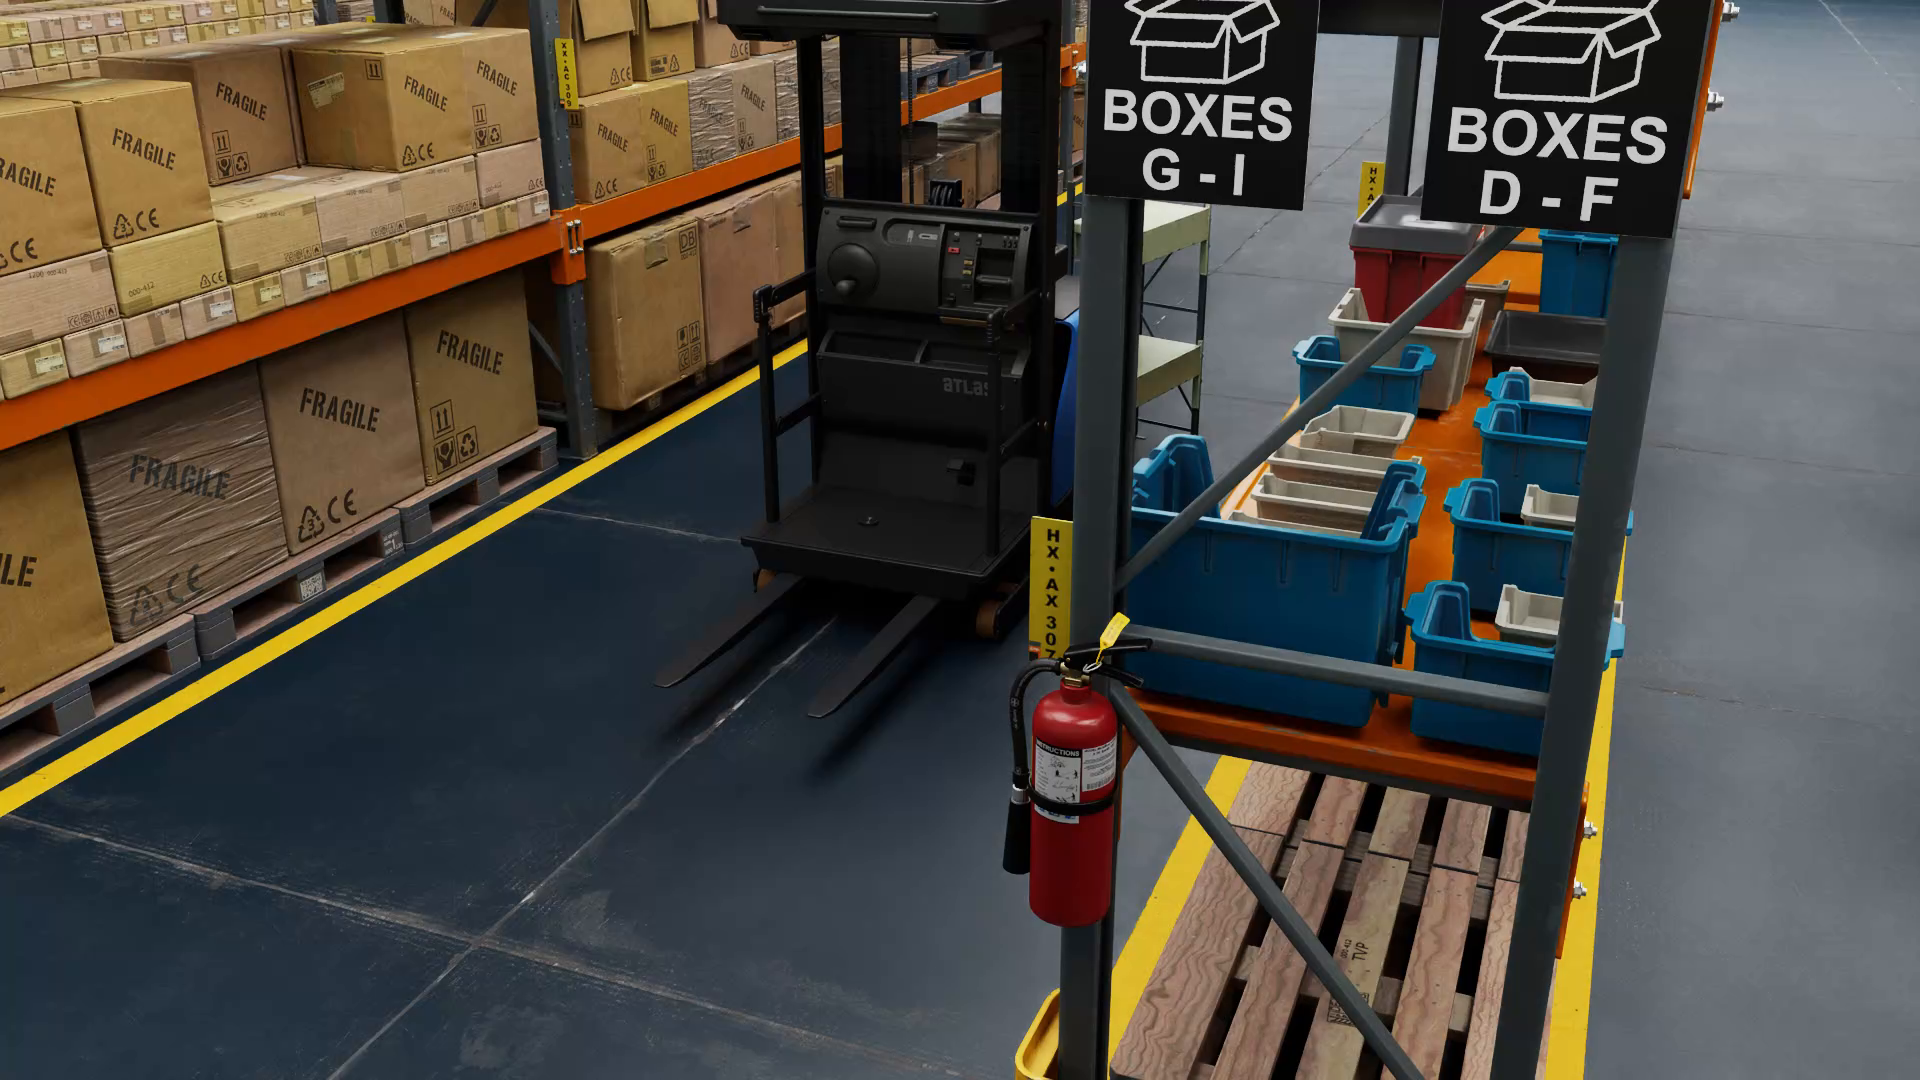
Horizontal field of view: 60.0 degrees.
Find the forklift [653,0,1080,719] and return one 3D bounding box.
[{"bbox_3d":[-0.231,-1.127,6.644,1.130,2.935,3.031,9,24,20],"label":"forklift"}]

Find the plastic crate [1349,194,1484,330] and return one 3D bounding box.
[{"bbox_3d":[1.628,-0.947,5.965,0.402,0.464,0.583,9,24,20],"label":"plastic crate"}]

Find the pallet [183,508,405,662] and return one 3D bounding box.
[{"bbox_3d":[-3.213,0.103,7.230,1.003,0.211,1.213,9,24,20],"label":"pallet"}]

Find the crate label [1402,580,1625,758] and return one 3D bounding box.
[{"bbox_3d":[1.104,0.266,3.360,0.416,0.233,0.303,9,24,20],"label":"crate label"}]

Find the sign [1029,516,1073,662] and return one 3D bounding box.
[{"bbox_3d":[0.190,0.110,3.384,0.100,0.325,0.005,9,24,20],"label":"sign"}]

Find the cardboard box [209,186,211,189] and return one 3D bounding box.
[{"bbox_3d":[-3.391,-1.281,6.734,0.500,0.250,0.500,9,24,20],"label":"cardboard box"}]

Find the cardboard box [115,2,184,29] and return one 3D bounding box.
[{"bbox_3d":[-5.727,-3.709,11.748,0.380,0.149,0.250,10,25,23],"label":"cardboard box"}]

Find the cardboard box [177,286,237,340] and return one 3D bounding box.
[{"bbox_3d":[-2.978,-0.876,6.280,0.380,0.149,0.250,8,24,19],"label":"cardboard box"}]

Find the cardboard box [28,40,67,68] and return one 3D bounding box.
[{"bbox_3d":[-6.114,-3.198,10.909,0.380,0.149,0.250,8,24,18],"label":"cardboard box"}]

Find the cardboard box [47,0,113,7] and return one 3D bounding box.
[{"bbox_3d":[-6.326,-3.805,11.976,0.380,0.149,0.250,10,25,22],"label":"cardboard box"}]

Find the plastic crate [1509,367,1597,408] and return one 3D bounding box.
[{"bbox_3d":[1.825,-0.413,5.112,0.293,0.136,0.466,9,24,20],"label":"plastic crate"}]

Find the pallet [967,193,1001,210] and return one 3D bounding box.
[{"bbox_3d":[-0.174,-2.742,14.040,1.003,0.211,1.213,9,24,20],"label":"pallet"}]

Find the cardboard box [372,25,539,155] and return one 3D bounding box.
[{"bbox_3d":[-2.329,-2.094,7.707,0.500,0.500,0.500,10,24,22],"label":"cardboard box"}]

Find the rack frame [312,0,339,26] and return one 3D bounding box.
[{"bbox_3d":[-5.488,-4.060,13.579,1.000,3.000,0.127,9,24,20],"label":"rack frame"}]

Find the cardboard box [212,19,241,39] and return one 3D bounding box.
[{"bbox_3d":[-5.535,-3.754,12.240,0.380,0.149,0.250,9,24,20],"label":"cardboard box"}]

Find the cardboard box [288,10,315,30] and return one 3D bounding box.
[{"bbox_3d":[-5.249,-4.034,12.910,0.380,0.149,0.250,9,24,21],"label":"cardboard box"}]

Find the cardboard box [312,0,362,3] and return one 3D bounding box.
[{"bbox_3d":[-5.312,-4.727,13.748,0.700,0.500,0.500,9,24,20],"label":"cardboard box"}]

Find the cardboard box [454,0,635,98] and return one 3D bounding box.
[{"bbox_3d":[-2.177,-2.621,8.703,0.797,0.503,0.637,8,24,19],"label":"cardboard box"}]

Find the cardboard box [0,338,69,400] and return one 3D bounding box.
[{"bbox_3d":[-3.265,-0.599,5.618,0.380,0.149,0.250,8,24,19],"label":"cardboard box"}]

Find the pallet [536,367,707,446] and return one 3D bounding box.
[{"bbox_3d":[-2.189,-0.883,9.590,1.003,0.211,1.213,9,24,20],"label":"pallet"}]

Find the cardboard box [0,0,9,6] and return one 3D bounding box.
[{"bbox_3d":[-9.426,-5.184,16.049,0.380,0.149,0.250,9,24,20],"label":"cardboard box"}]

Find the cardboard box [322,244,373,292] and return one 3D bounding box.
[{"bbox_3d":[-2.692,-1.151,6.939,0.380,0.149,0.250,8,24,19],"label":"cardboard box"}]

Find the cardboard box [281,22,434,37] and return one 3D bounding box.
[{"bbox_3d":[-2.821,-2.162,7.870,0.500,0.500,0.500,9,24,20],"label":"cardboard box"}]

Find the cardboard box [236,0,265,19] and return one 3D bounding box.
[{"bbox_3d":[-5.437,-3.988,12.416,0.380,0.149,0.250,10,25,22],"label":"cardboard box"}]

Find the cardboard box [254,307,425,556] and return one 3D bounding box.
[{"bbox_3d":[-3.060,-0.549,7.385,0.875,0.875,0.875,9,24,20],"label":"cardboard box"}]

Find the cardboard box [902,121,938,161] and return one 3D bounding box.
[{"bbox_3d":[-0.512,-3.145,13.087,0.500,0.250,0.500,12,25,26],"label":"cardboard box"}]

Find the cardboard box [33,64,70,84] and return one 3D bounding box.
[{"bbox_3d":[-6.112,-3.061,10.967,0.380,0.149,0.250,9,24,21],"label":"cardboard box"}]

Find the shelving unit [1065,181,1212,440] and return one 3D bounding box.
[{"bbox_3d":[0.892,-1.100,8.439,0.431,1.500,0.755,15,27,32],"label":"shelving unit"}]

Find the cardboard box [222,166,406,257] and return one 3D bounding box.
[{"bbox_3d":[-2.706,-1.387,6.987,0.500,0.250,0.500,9,24,21],"label":"cardboard box"}]

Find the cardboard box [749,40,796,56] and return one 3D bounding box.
[{"bbox_3d":[-1.452,-3.331,10.402,0.797,0.503,0.637,9,24,21],"label":"cardboard box"}]

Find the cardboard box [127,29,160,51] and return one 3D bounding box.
[{"bbox_3d":[-5.821,-3.479,11.583,0.380,0.149,0.250,8,24,19],"label":"cardboard box"}]

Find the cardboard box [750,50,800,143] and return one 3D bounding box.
[{"bbox_3d":[-1.254,-2.784,10.394,0.500,0.500,0.500,8,24,18],"label":"cardboard box"}]

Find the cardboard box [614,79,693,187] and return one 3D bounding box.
[{"bbox_3d":[-1.817,-2.238,9.086,0.500,0.500,0.500,9,24,20],"label":"cardboard box"}]

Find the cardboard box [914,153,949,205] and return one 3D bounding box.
[{"bbox_3d":[-0.496,-2.807,13.250,0.700,0.500,0.500,7,24,16],"label":"cardboard box"}]

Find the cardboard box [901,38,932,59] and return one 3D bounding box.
[{"bbox_3d":[-0.642,-3.967,12.681,0.700,0.500,0.500,13,26,28],"label":"cardboard box"}]

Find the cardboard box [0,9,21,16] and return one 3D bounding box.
[{"bbox_3d":[-6.617,-3.523,11.301,0.380,0.149,0.250,8,24,18],"label":"cardboard box"}]

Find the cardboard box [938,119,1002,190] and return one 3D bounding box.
[{"bbox_3d":[0.123,-3.410,14.695,0.700,0.500,0.500,9,24,20],"label":"cardboard box"}]

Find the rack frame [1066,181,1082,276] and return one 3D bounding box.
[{"bbox_3d":[0.684,-0.984,8.161,0.400,1.500,0.023,15,27,32],"label":"rack frame"}]

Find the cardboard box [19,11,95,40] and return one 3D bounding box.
[{"bbox_3d":[-6.015,-3.429,11.077,0.380,0.149,0.250,9,24,20],"label":"cardboard box"}]

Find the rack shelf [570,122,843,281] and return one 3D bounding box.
[{"bbox_3d":[-1.663,-2.266,10.218,1.077,0.370,4.000,9,24,20],"label":"rack shelf"}]

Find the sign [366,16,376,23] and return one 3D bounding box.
[{"bbox_3d":[-2.914,-2.455,8.335,0.100,0.325,0.005,9,24,20],"label":"sign"}]

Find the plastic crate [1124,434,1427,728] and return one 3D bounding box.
[{"bbox_3d":[0.658,0.067,3.573,0.616,0.435,0.499,9,24,20],"label":"plastic crate"}]

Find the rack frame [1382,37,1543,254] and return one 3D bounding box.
[{"bbox_3d":[2.192,-1.174,6.668,1.000,3.000,0.127,9,24,20],"label":"rack frame"}]

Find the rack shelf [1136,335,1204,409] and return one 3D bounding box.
[{"bbox_3d":[0.892,-0.800,8.564,0.431,0.370,0.720,15,27,32],"label":"rack shelf"}]

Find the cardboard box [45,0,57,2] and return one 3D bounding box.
[{"bbox_3d":[-9.183,-5.472,16.739,0.380,0.149,0.250,10,25,22],"label":"cardboard box"}]

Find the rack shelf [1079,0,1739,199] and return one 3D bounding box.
[{"bbox_3d":[1.450,-1.510,4.515,1.077,0.370,4.000,9,24,20],"label":"rack shelf"}]

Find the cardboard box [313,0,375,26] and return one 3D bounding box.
[{"bbox_3d":[-5.070,-4.229,13.852,0.500,0.500,0.500,9,24,21],"label":"cardboard box"}]

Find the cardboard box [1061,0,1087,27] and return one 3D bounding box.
[{"bbox_3d":[0.790,-5.081,15.507,0.875,0.500,0.500,9,24,20],"label":"cardboard box"}]

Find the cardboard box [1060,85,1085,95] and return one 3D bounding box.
[{"bbox_3d":[1.115,-4.363,17.001,0.500,0.500,0.500,7,24,15],"label":"cardboard box"}]

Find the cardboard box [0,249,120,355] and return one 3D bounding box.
[{"bbox_3d":[-3.276,-0.839,5.676,0.500,0.250,0.500,8,24,19],"label":"cardboard box"}]

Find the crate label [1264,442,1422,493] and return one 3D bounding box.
[{"bbox_3d":[1.043,-0.171,4.531,0.396,0.136,0.243,9,24,20],"label":"crate label"}]

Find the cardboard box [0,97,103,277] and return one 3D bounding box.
[{"bbox_3d":[-3.277,-1.177,5.513,0.500,0.500,0.500,8,24,19],"label":"cardboard box"}]

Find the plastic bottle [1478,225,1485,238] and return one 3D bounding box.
[{"bbox_3d":[2.297,-1.389,7.441,0.097,0.201,0.097,0,23,0],"label":"plastic bottle"}]

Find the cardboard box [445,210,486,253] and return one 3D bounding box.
[{"bbox_3d":[-2.406,-1.427,7.600,0.380,0.149,0.250,8,24,19],"label":"cardboard box"}]

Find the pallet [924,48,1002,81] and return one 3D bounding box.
[{"bbox_3d":[-0.223,-3.940,13.539,1.003,0.211,1.213,9,24,20],"label":"pallet"}]

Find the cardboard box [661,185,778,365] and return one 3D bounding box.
[{"bbox_3d":[-1.856,-1.648,10.015,1.225,0.875,0.875,8,24,18],"label":"cardboard box"}]

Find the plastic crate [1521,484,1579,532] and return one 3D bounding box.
[{"bbox_3d":[1.552,-0.035,4.207,0.250,0.136,0.298,9,24,20],"label":"plastic crate"}]
